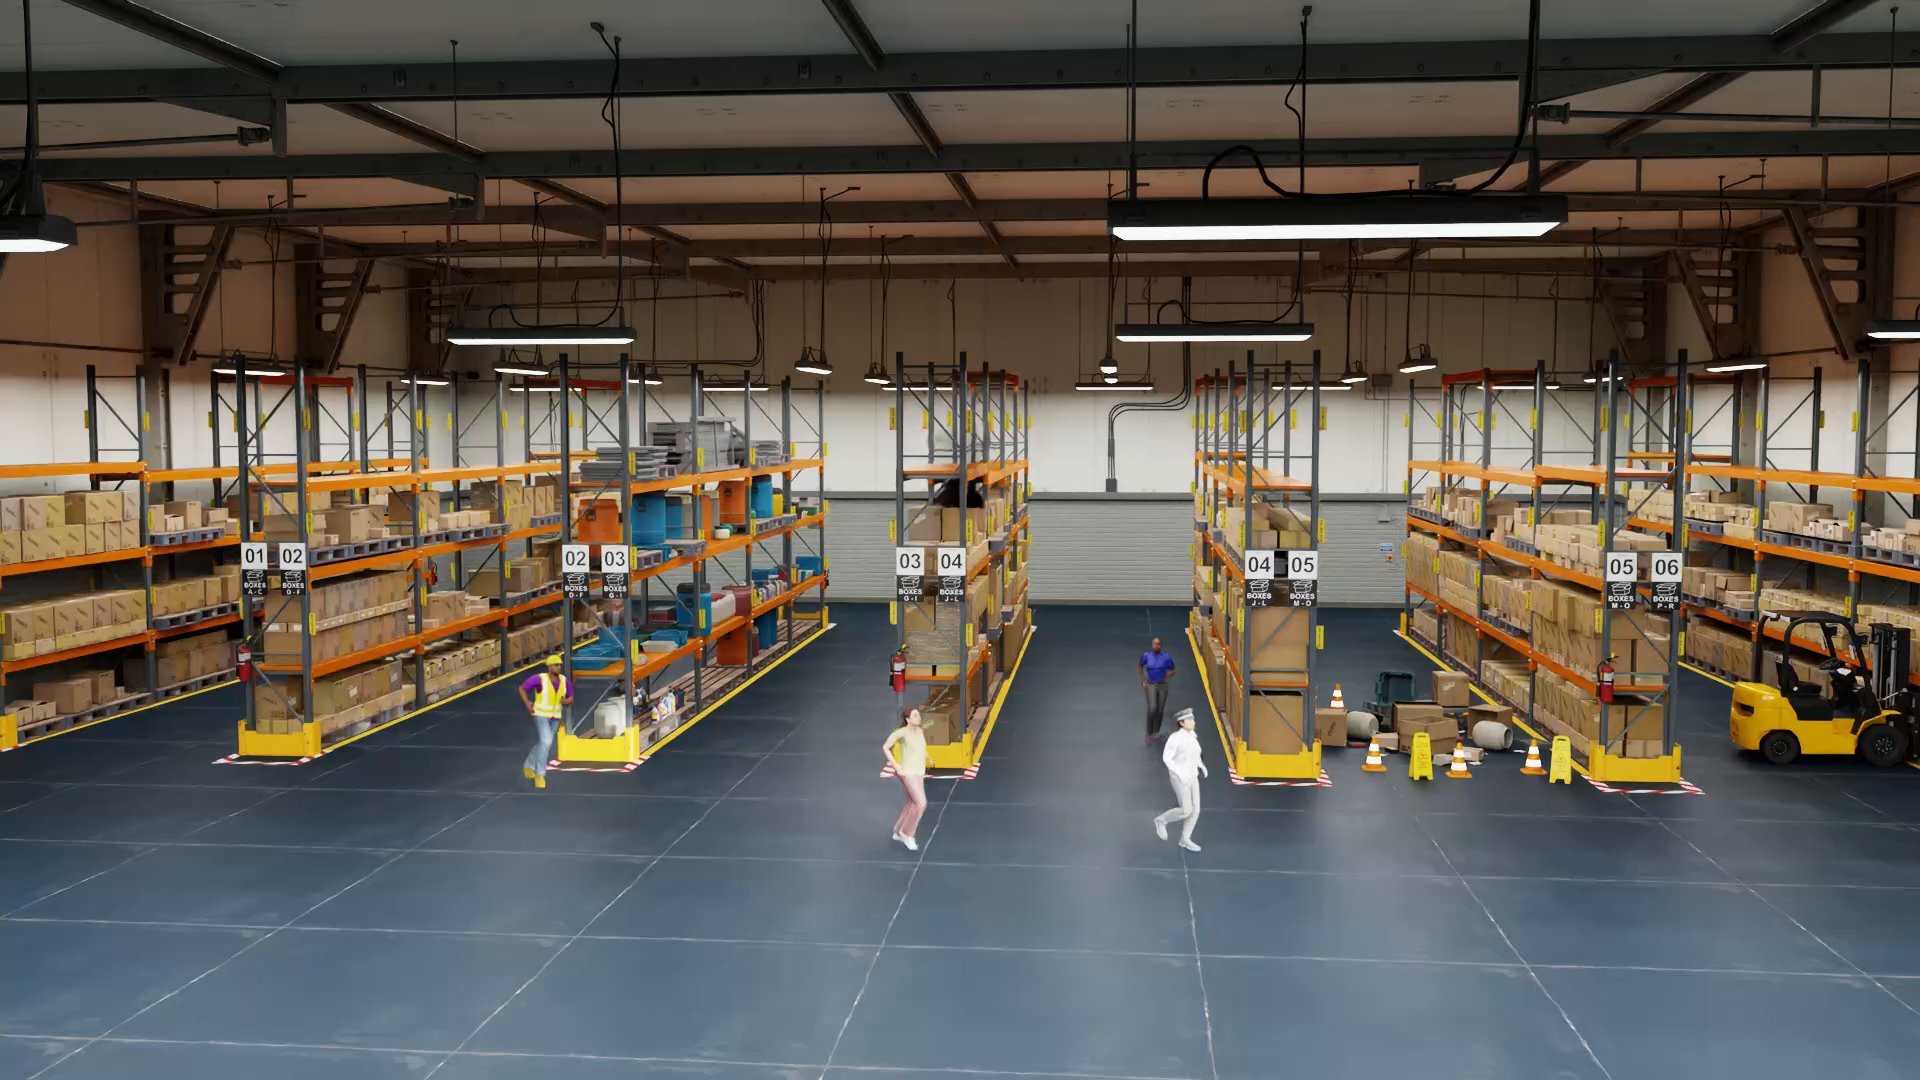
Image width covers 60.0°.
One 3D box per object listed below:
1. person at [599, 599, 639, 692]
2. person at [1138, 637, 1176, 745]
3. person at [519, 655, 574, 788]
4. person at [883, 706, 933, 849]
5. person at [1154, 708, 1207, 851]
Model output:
[{"bbox_3d":[-6.379,1.929,30.948,0.687,1.805,0.733,0,4,4],"label":"person"},{"bbox_3d":[3.075,2.348,25.889,0.571,1.693,0.715,0,4,0],"label":"person"},{"bbox_3d":[-5.762,2.498,23.183,0.696,1.809,0.720,4,5,41],"label":"person"},{"bbox_3d":[-0.576,2.796,19.584,0.567,1.695,0.578,3,5,37],"label":"person"},{"bbox_3d":[2.602,2.788,19.581,0.579,1.676,0.642,4,5,42],"label":"person"}]
